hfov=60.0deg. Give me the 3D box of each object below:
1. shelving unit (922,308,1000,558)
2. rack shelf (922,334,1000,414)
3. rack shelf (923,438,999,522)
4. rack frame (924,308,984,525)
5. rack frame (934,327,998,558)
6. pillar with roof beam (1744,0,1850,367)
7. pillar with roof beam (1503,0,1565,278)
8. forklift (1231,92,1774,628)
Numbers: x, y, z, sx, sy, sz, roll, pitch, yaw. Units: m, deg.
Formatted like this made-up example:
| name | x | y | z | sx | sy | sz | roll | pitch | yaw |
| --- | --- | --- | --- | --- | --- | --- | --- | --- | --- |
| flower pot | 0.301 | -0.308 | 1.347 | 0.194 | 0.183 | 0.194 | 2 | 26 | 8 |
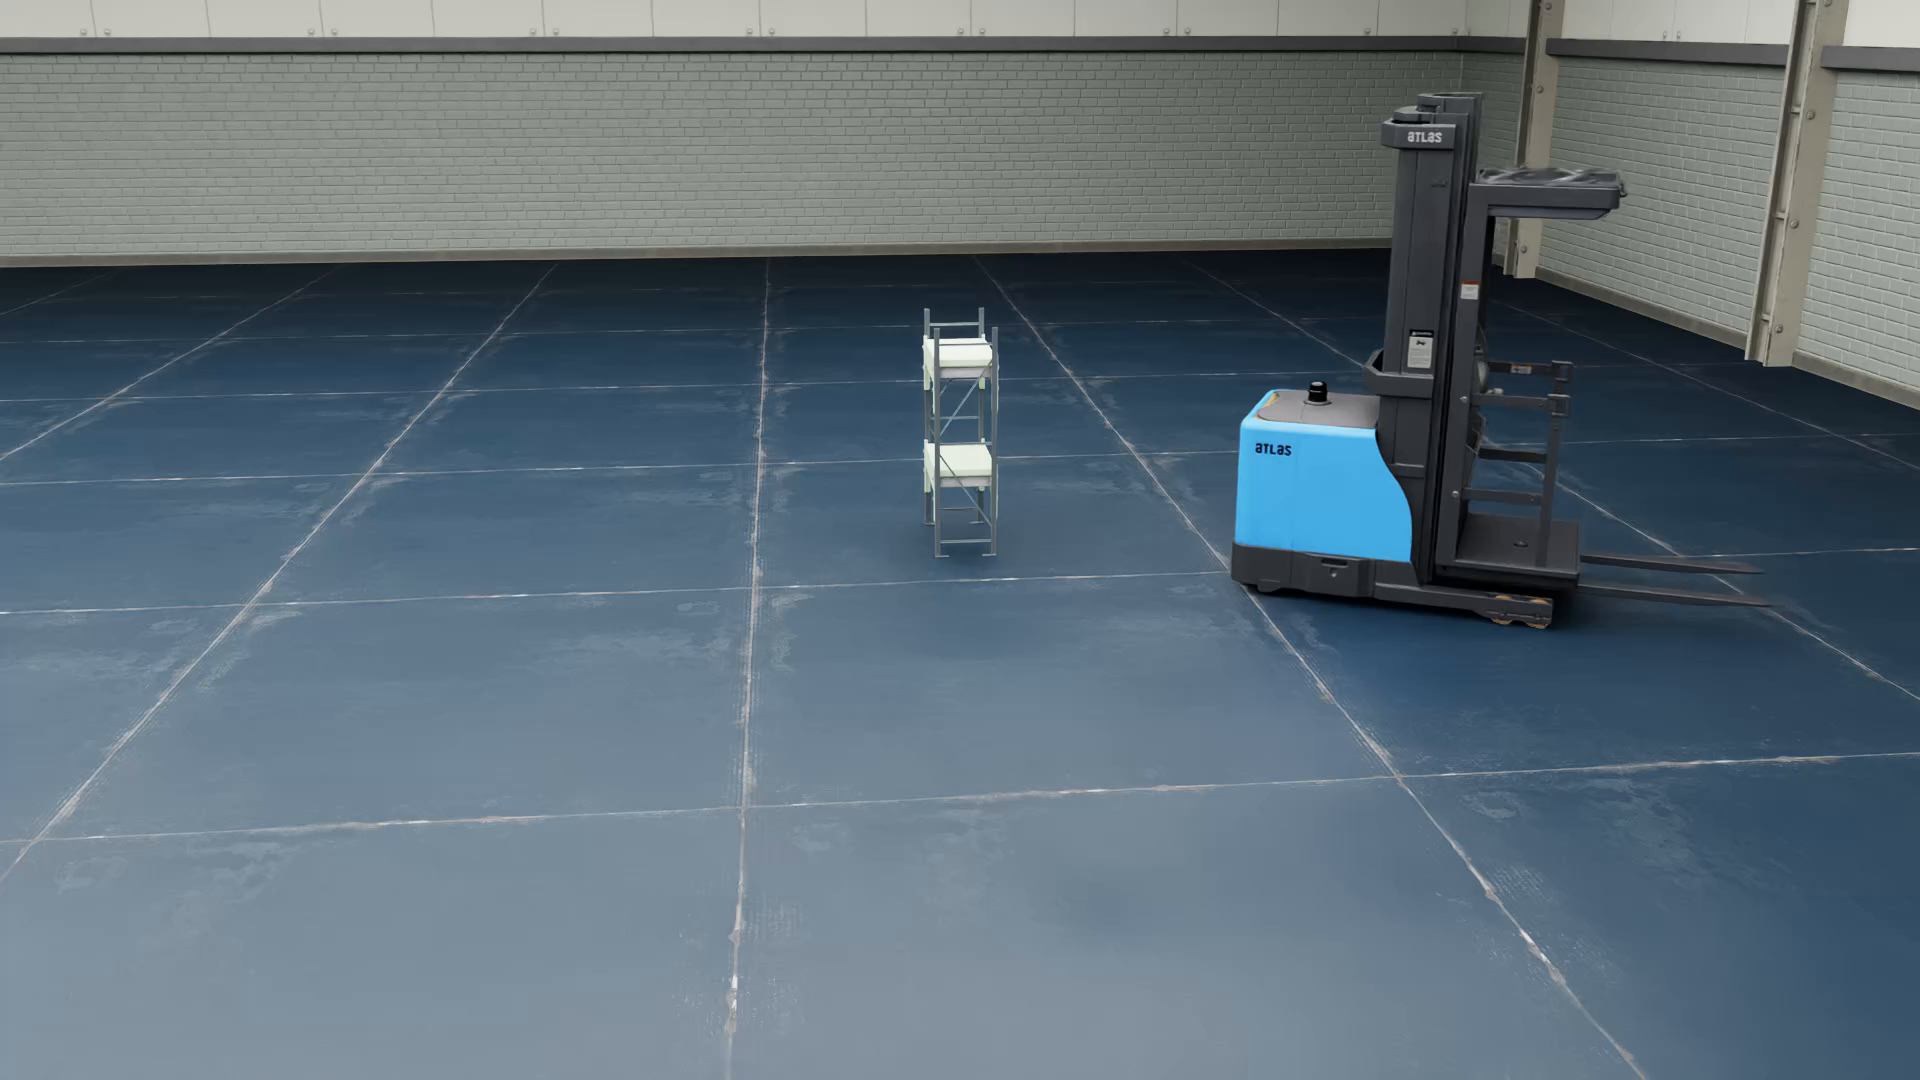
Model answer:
| name | x | y | z | sx | sy | sz | roll | pitch | yaw |
| --- | --- | --- | --- | --- | --- | --- | --- | --- | --- |
| shelving unit | -0.001 | -0.718 | 10.959 | 0.431 | 1.500 | 0.755 | -2 | 18 | -6 |
| rack shelf | -0.001 | -1.090 | 10.842 | 0.431 | 0.370 | 0.720 | -2 | 18 | -6 |
| rack shelf | -0.001 | -0.407 | 11.056 | 0.431 | 0.370 | 0.720 | -2 | 18 | -6 |
| rack frame | -0.038 | -0.827 | 11.306 | 0.400 | 1.500 | 0.023 | -2 | 18 | -6 |
| rack frame | 0.037 | -0.609 | 10.611 | 0.400 | 1.500 | 0.023 | -2 | 18 | -6 |
| pillar with roof beam | 3.957 | -5.968 | 15.163 | 9.100 | 9.000 | 0.400 | -2 | 18 | -6 |
| pillar with roof beam | 3.338 | -7.756 | 20.857 | 9.100 | 9.000 | 0.400 | -2 | 18 | -6 |
| forklift | 3.233 | -1.070 | 9.691 | 3.031 | 2.935 | 1.130 | 6 | 18 | 19 |
